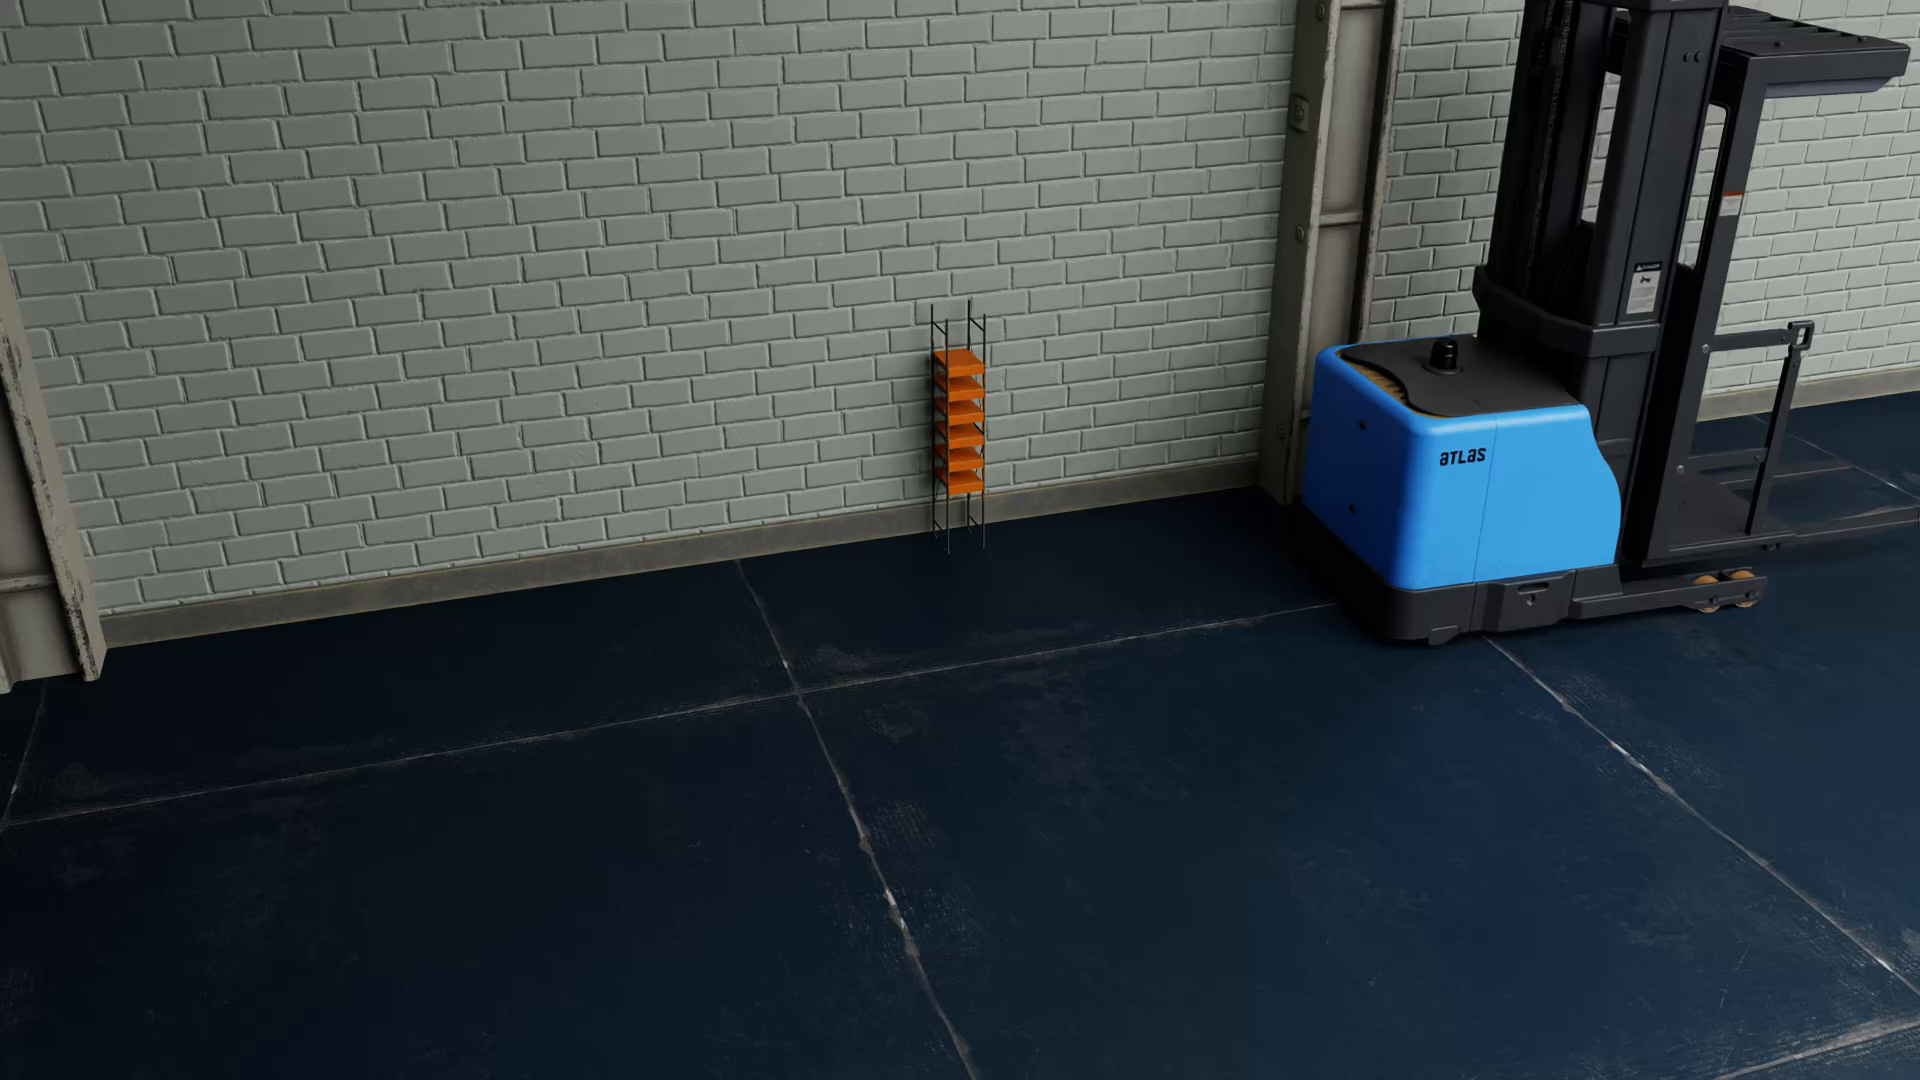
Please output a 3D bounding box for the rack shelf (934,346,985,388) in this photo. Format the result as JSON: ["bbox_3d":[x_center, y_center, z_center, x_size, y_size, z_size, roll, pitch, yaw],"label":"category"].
[{"bbox_3d":[-0.009,-0.814,7.832,0.180,0.103,0.258,-9,28,-17],"label":"rack shelf"}]

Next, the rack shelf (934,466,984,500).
[{"bbox_3d":[-0.009,-0.277,8.098,0.180,0.103,0.258,-9,28,-17],"label":"rack shelf"}]

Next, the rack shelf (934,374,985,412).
[{"bbox_3d":[-0.009,-0.707,7.885,0.180,0.103,0.258,-9,28,-17],"label":"rack shelf"}]

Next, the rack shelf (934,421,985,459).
[{"bbox_3d":[-0.009,-0.492,7.992,0.180,0.103,0.258,-9,28,-17],"label":"rack shelf"}]

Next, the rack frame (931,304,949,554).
[{"bbox_3d":[-0.095,-0.518,7.945,0.006,1.200,0.240,-9,28,-17],"label":"rack frame"}]

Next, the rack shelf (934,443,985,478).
[{"bbox_3d":[-0.009,-0.385,8.045,0.180,0.103,0.258,-9,28,-17],"label":"rack shelf"}]

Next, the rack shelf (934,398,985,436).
[{"bbox_3d":[-0.009,-0.599,7.938,0.180,0.103,0.258,-9,28,-17],"label":"rack shelf"}]

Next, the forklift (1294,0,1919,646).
[{"bbox_3d":[3.189,-1.201,7.372,3.031,2.935,1.130,-7,27,-13],"label":"forklift"}]

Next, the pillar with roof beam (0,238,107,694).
[{"bbox_3d":[-2.560,-1.656,1.467,0.400,9.000,9.100,-8,28,-16],"label":"pillar with roof beam"}]

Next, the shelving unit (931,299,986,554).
[{"bbox_3d":[-0.009,-0.532,7.972,0.189,1.200,0.258,-9,28,-17],"label":"shelving unit"}]

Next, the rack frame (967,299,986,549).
[{"bbox_3d":[0.078,-0.545,7.999,0.006,1.200,0.240,-9,28,-17],"label":"rack frame"}]

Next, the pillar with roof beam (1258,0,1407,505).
[{"bbox_3d":[3.145,-2.483,3.131,0.400,9.000,9.100,-8,28,-16],"label":"pillar with roof beam"}]
